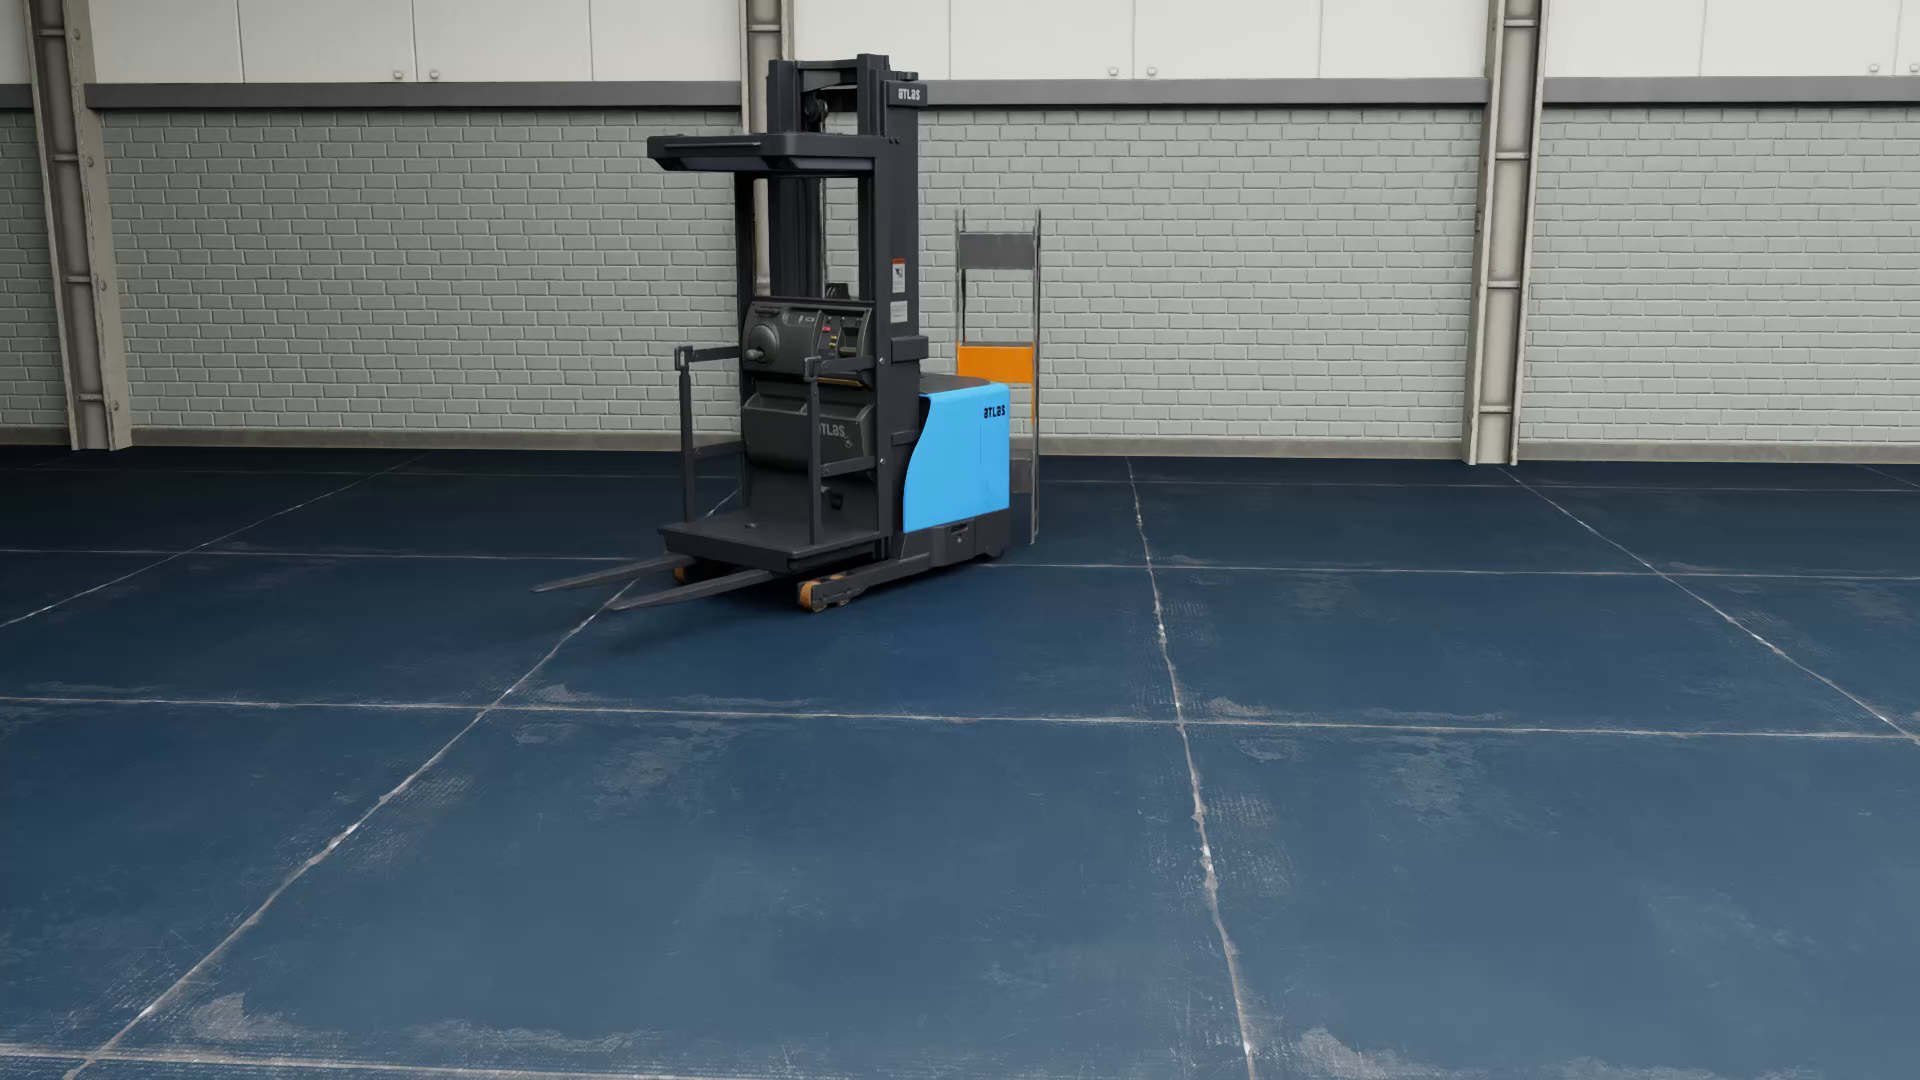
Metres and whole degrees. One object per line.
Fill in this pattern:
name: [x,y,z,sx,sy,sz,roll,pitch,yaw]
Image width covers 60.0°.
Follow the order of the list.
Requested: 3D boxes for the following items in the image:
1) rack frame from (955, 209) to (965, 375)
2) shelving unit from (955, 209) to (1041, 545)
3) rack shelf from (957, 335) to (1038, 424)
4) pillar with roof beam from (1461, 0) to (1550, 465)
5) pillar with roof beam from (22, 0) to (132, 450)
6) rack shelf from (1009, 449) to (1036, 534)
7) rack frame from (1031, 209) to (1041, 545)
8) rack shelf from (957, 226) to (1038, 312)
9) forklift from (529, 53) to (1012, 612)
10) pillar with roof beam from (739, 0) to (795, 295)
rack frame: [0.001,-1.046,10.640,0.015,2.100,0.400,1,12,7]
shelving unit: [0.244,-1.040,10.612,0.503,2.100,0.431,1,12,7]
rack shelf: [0.244,-1.027,10.615,0.480,0.518,0.431,1,12,7]
pillar with roof beam: [4.125,-4.177,8.758,0.400,9.000,9.100,1,12,4]
pillar with roof beam: [-7.848,-4.341,9.542,0.400,9.000,9.100,1,12,4]
rack shelf: [0.244,-0.342,10.759,0.480,0.518,0.431,1,12,7]
rack frame: [0.486,-1.034,10.585,0.015,2.100,0.400,1,12,7]
rack shelf: [0.244,-1.712,10.472,0.480,0.518,0.431,1,12,7]
forklift: [-0.993,-1.163,9.171,1.130,2.935,3.031,9,15,38]
pillar with roof beam: [-1.861,-4.259,9.150,0.400,9.000,9.100,1,12,4]
